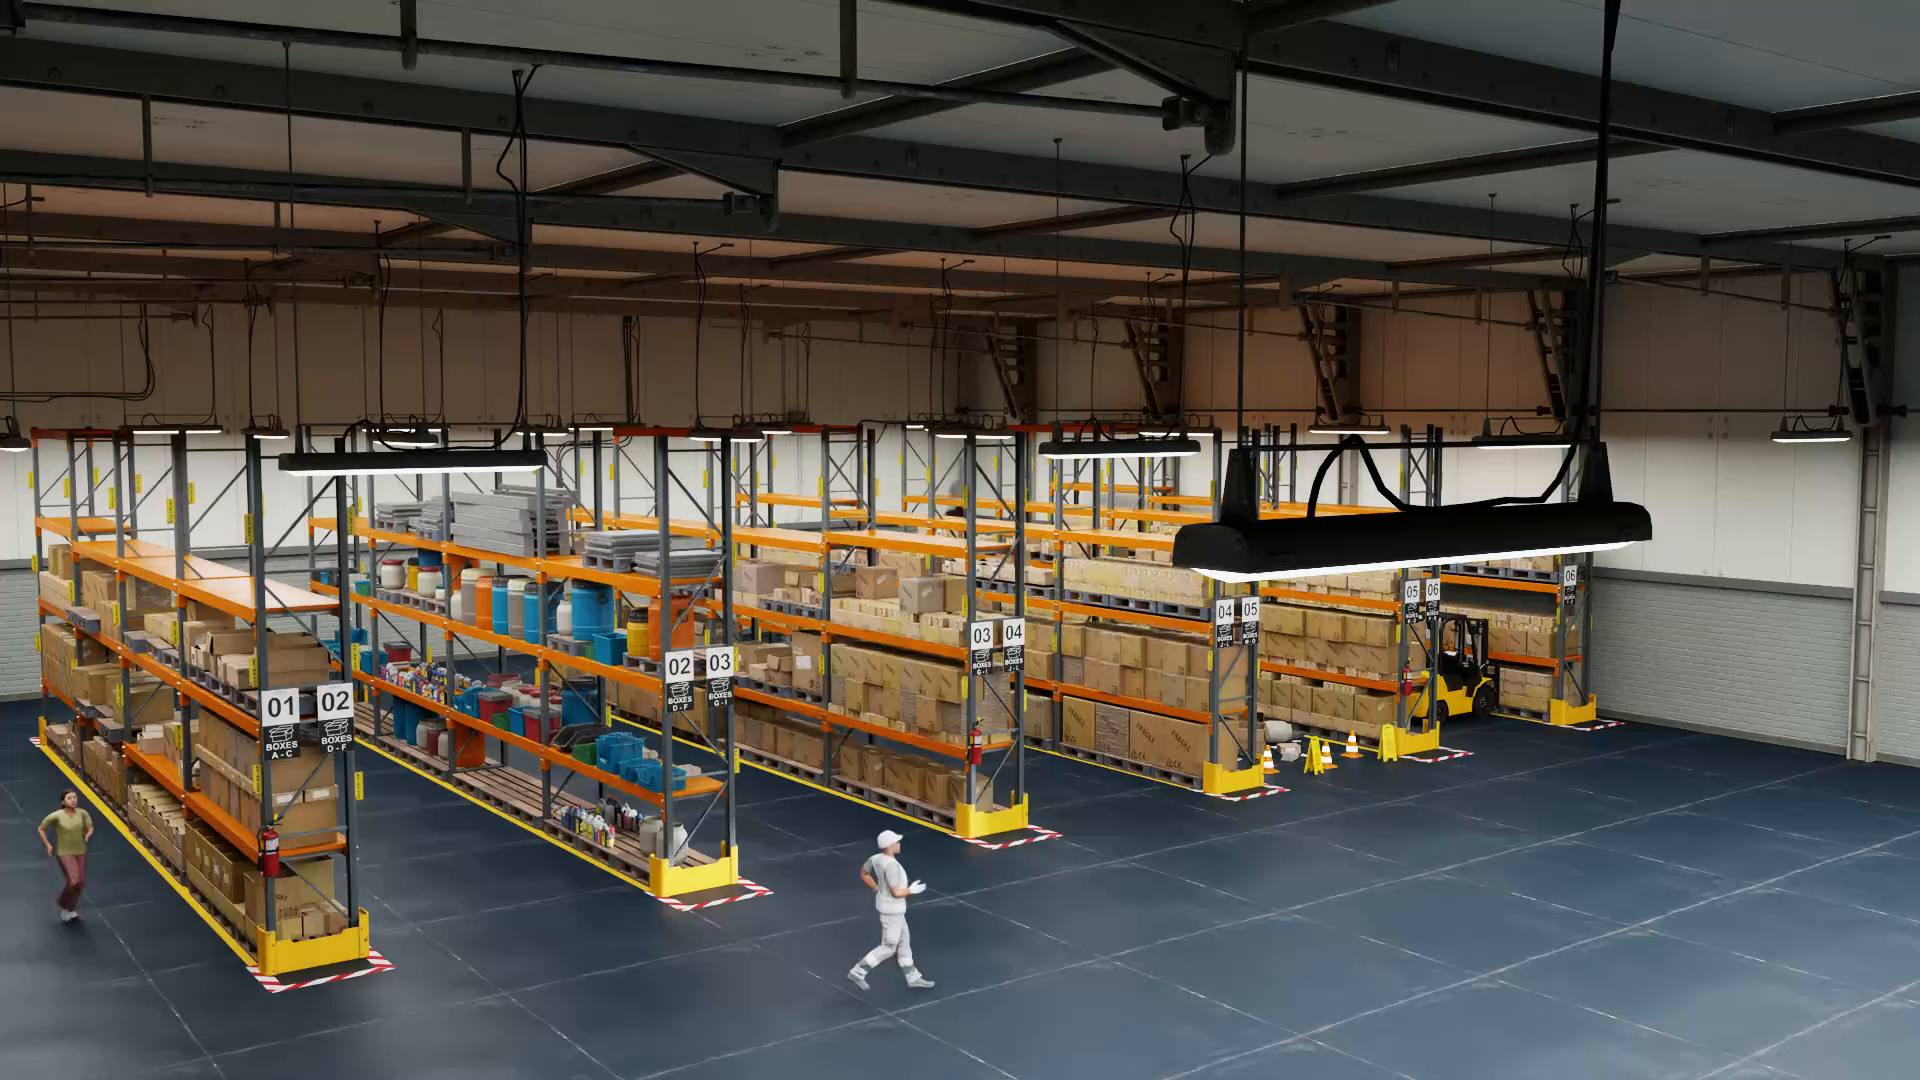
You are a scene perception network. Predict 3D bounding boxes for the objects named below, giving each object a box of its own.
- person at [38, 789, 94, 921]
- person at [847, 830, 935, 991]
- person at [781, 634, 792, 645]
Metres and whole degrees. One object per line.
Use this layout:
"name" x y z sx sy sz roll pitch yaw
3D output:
"person" -10.961 3.882 20.516 0.620 1.634 0.558 3 5 35
"person" -0.743 4.001 17.898 0.993 1.779 0.652 -1 5 -16
"person" -4.294 2.236 41.733 0.788 1.711 0.660 3 6 38
